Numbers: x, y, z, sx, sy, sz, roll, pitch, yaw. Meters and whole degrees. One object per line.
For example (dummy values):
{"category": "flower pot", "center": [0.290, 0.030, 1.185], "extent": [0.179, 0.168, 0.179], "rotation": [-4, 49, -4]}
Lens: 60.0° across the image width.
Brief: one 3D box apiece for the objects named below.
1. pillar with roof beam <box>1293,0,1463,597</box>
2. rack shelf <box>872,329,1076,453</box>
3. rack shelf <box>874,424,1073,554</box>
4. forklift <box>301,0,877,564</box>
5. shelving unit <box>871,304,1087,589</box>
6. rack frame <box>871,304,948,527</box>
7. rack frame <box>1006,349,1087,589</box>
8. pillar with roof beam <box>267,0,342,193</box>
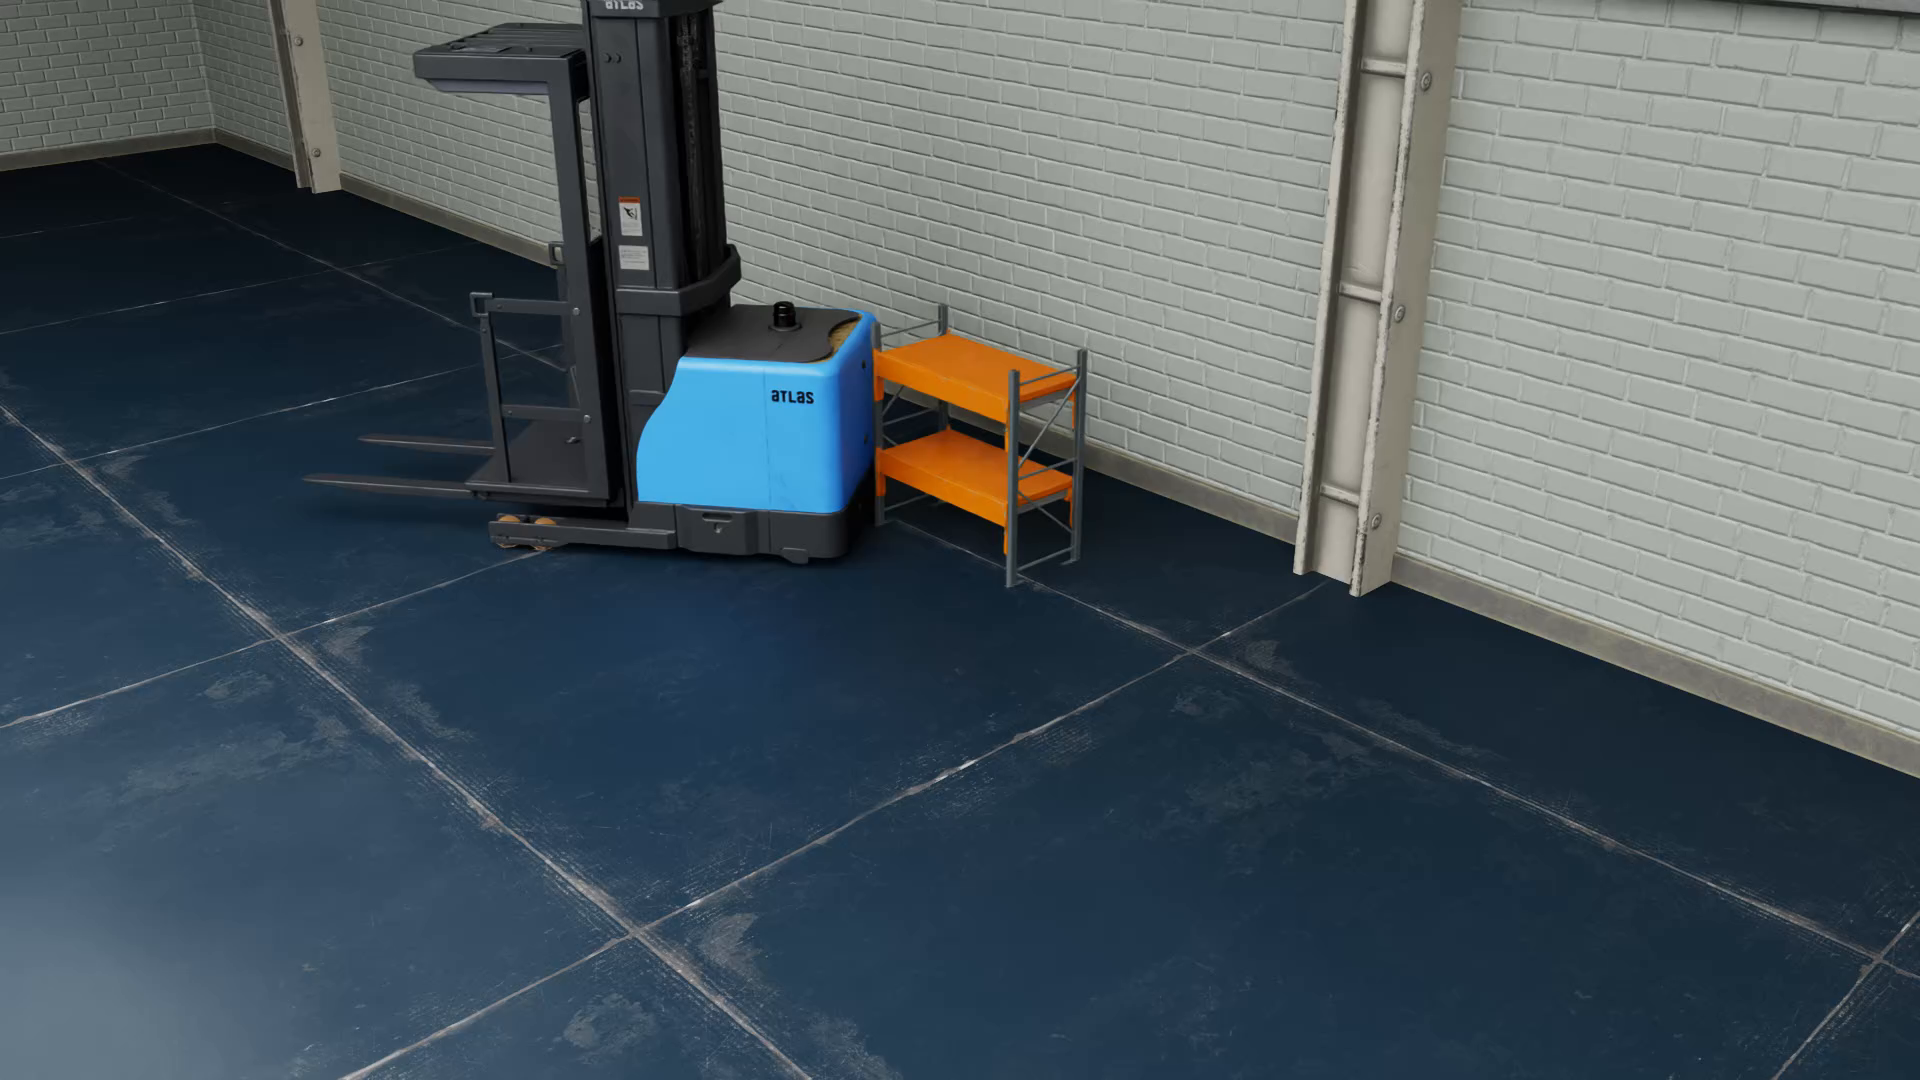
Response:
{"category": "pillar with roof beam", "center": [-1.217, -2.696, 3.818], "extent": [9.100, 9.000, 0.400], "rotation": [-21, 32, -38]}
{"category": "rack shelf", "center": [0.082, -0.767, 8.372], "extent": [0.538, 0.278, 1.000], "rotation": [-21, 32, -38]}
{"category": "rack shelf", "center": [0.082, -0.279, 8.595], "extent": [0.538, 0.278, 1.000], "rotation": [-21, 32, -38]}
{"category": "forklift", "center": [-1.991, -1.488, 8.481], "extent": [3.031, 2.935, 1.130], "rotation": [4, 25, 9]}
{"category": "shelving unit", "center": [0.082, -0.501, 8.493], "extent": [0.538, 1.125, 1.048], "rotation": [-21, 32, -38]}
{"category": "rack frame", "center": [-0.260, -0.657, 8.836], "extent": [0.500, 1.125, 0.032], "rotation": [-21, 32, -38]}
{"category": "rack frame", "center": [0.423, -0.345, 8.151], "extent": [0.500, 1.125, 0.032], "rotation": [-21, 32, -38]}
{"category": "pillar with roof beam", "center": [-9.419, -6.332, 11.787], "extent": [9.100, 9.000, 0.400], "rotation": [-21, 32, -38]}
